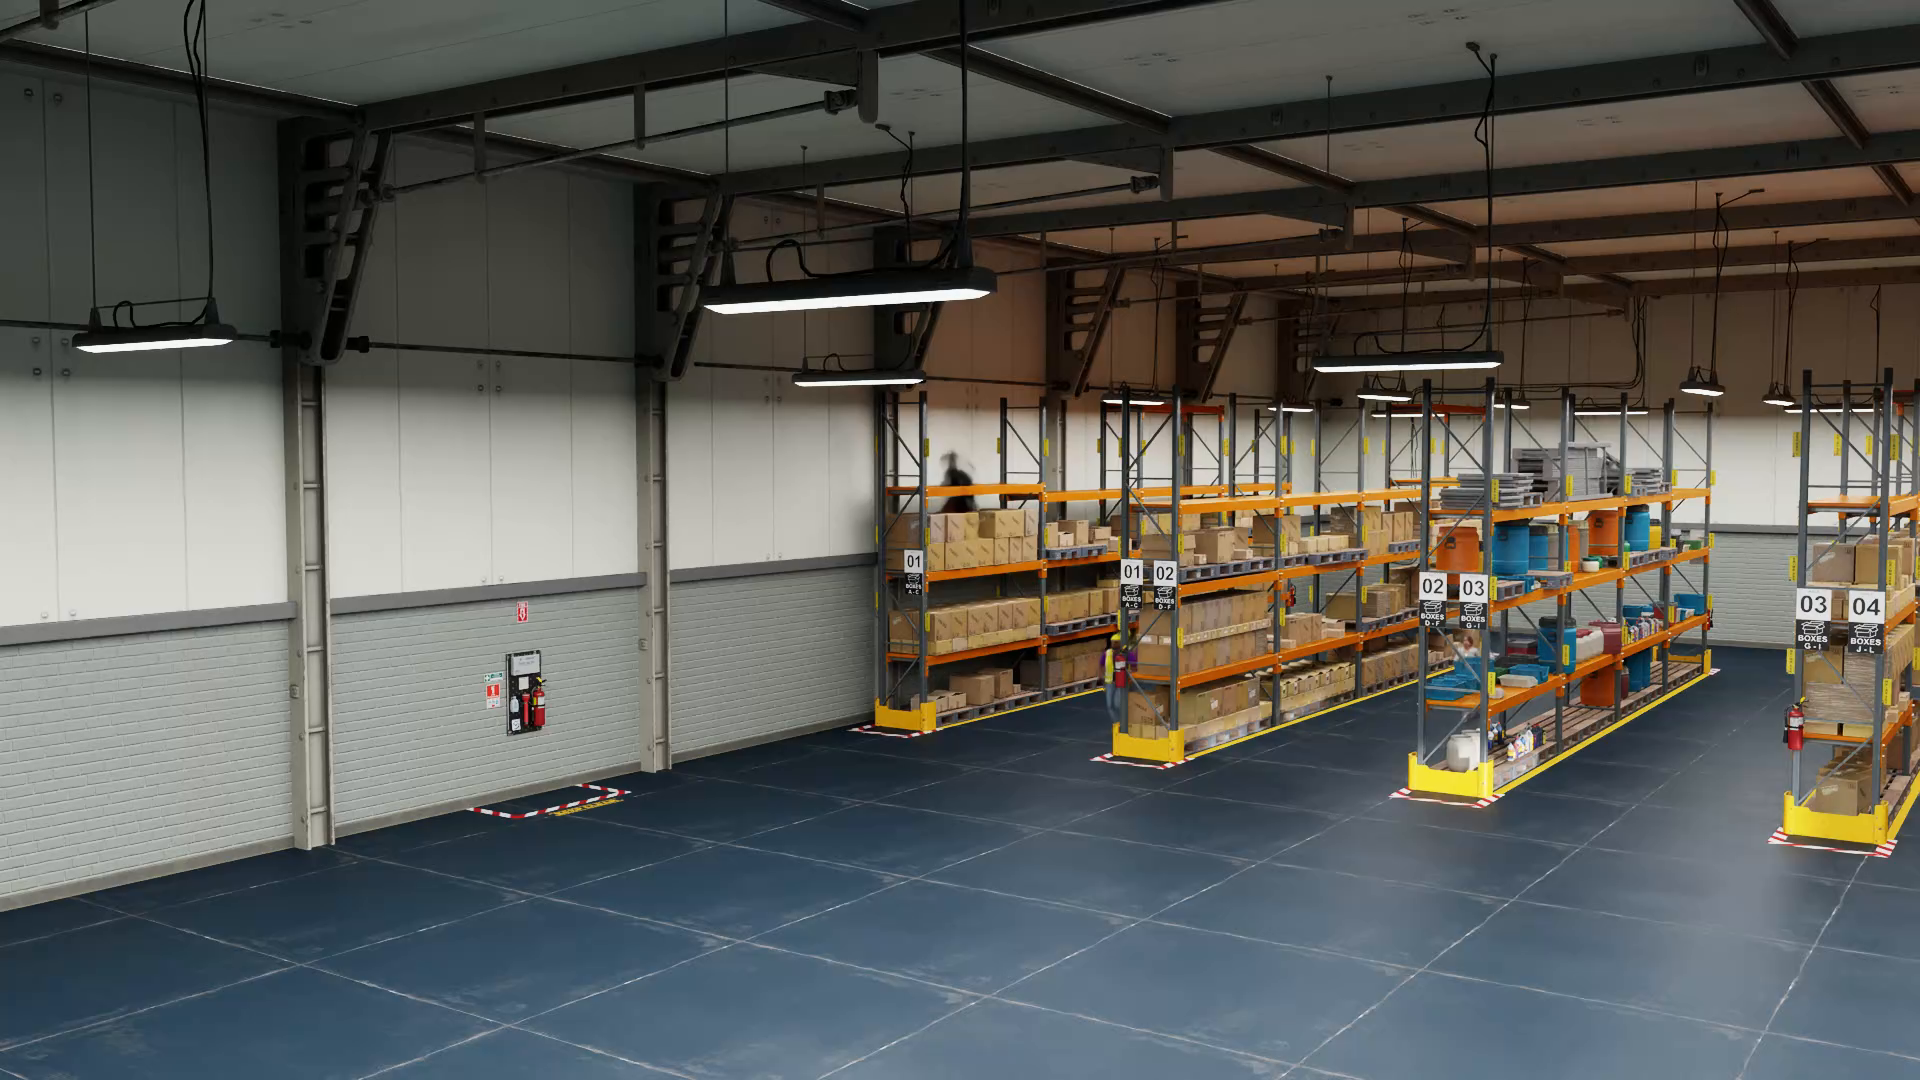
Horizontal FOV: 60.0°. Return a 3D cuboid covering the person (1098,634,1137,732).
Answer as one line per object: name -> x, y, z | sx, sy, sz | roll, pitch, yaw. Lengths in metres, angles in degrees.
person -> 2.741, 2.513, 29.244 | 0.706, 1.728, 0.575 | 2, 4, 31

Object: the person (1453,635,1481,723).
person -> 9.329, 2.528, 30.556 | 0.547, 1.584, 0.759 | 2, 4, 29
